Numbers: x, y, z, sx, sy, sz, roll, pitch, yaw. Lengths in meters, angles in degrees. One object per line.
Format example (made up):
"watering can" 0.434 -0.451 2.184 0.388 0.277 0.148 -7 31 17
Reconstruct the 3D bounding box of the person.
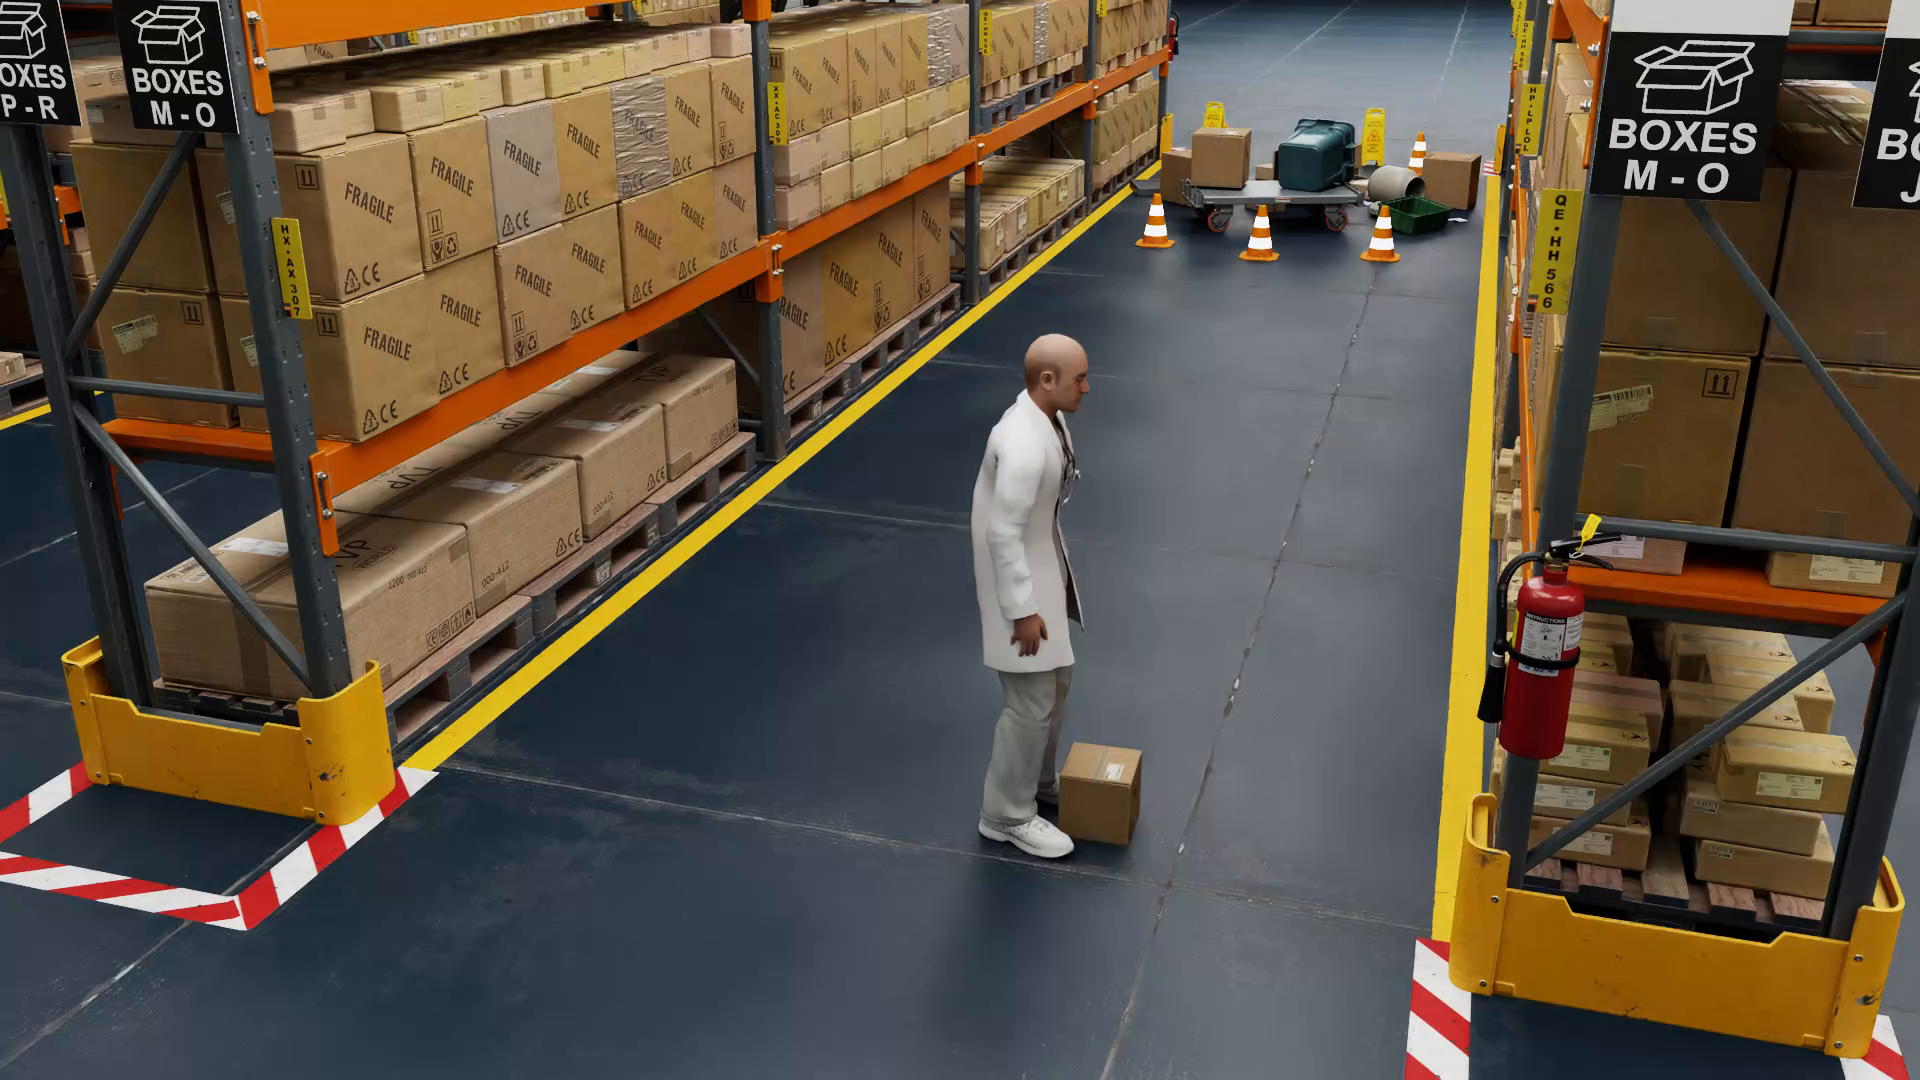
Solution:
"person" 7.642 -1.397 9.632 12.752 1.772 12.393 5 22 13
